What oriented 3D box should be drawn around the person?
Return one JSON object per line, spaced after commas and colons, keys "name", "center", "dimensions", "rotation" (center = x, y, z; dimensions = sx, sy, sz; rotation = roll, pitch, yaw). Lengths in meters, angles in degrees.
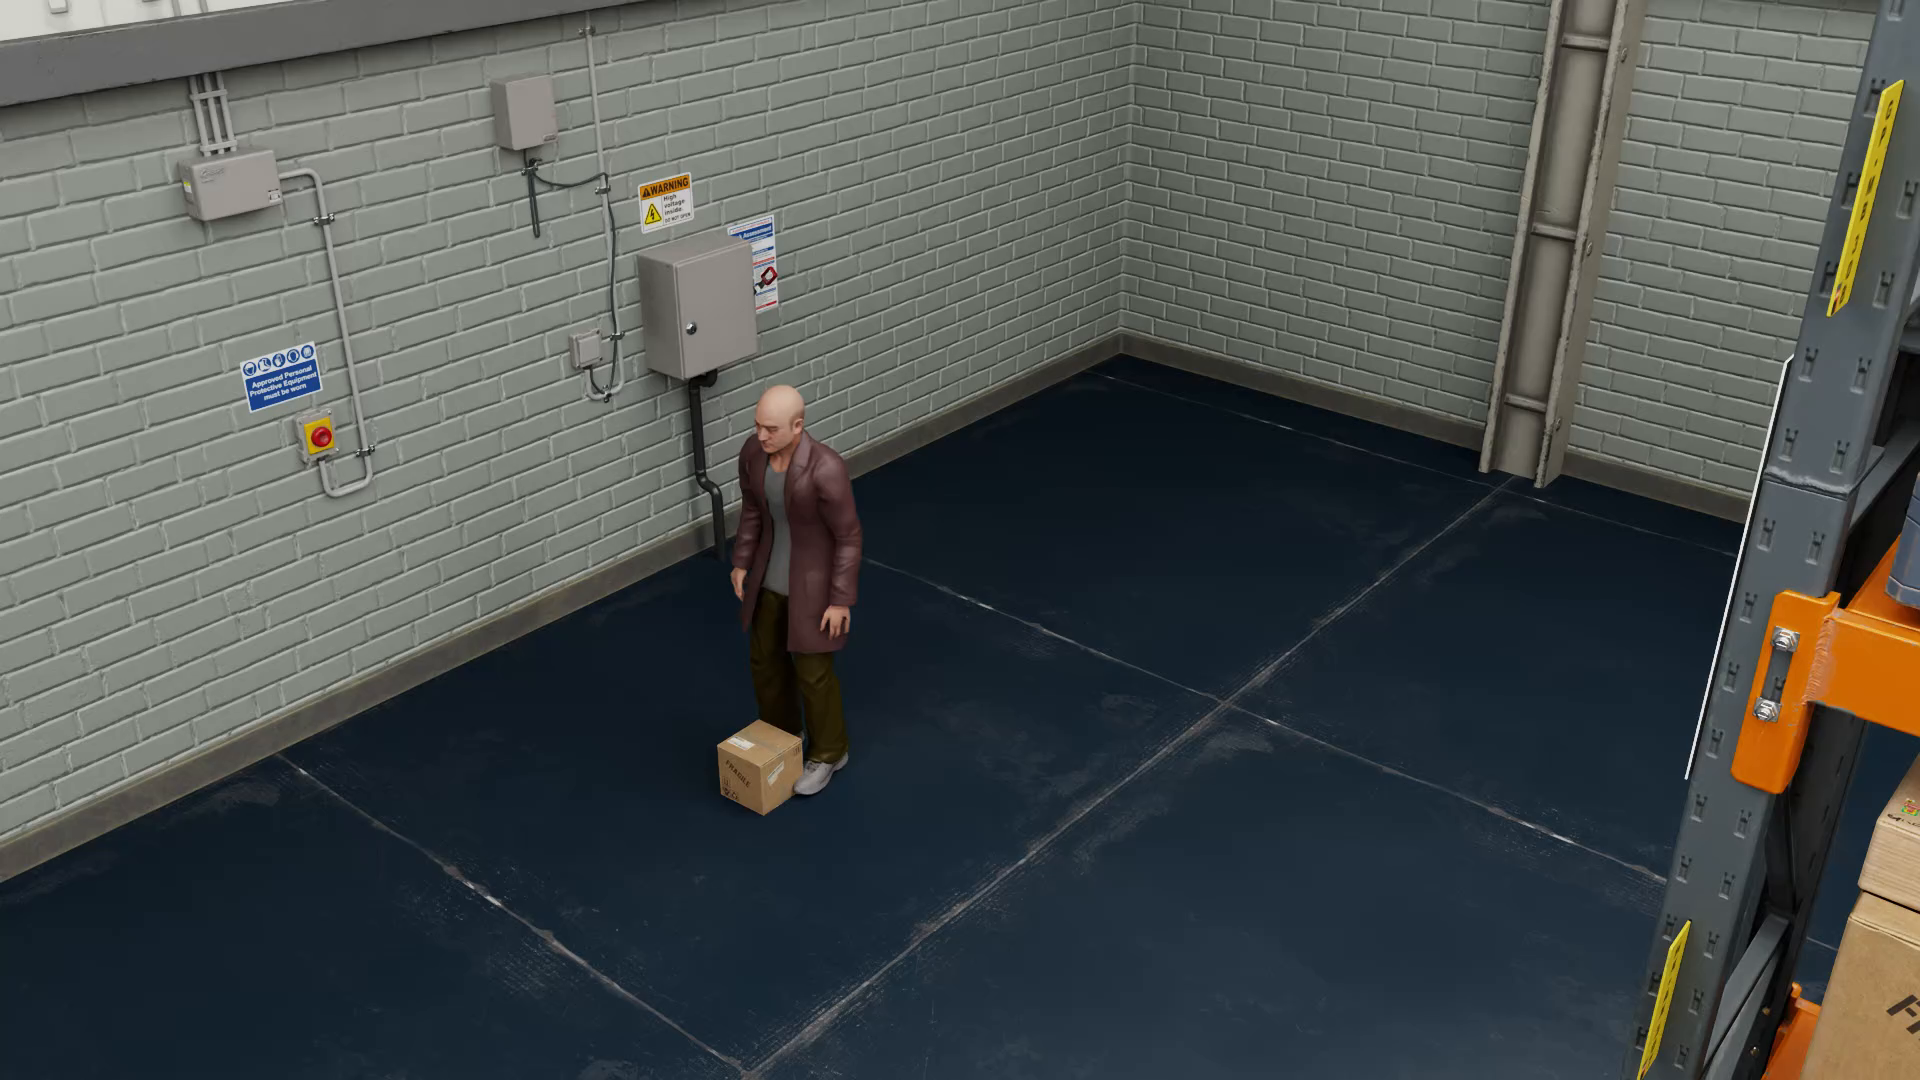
{"name": "person", "center": [-0.671, 0.182, 6.776], "dimensions": [0.654, 1.774, 0.416], "rotation": [20, 33, 34]}
